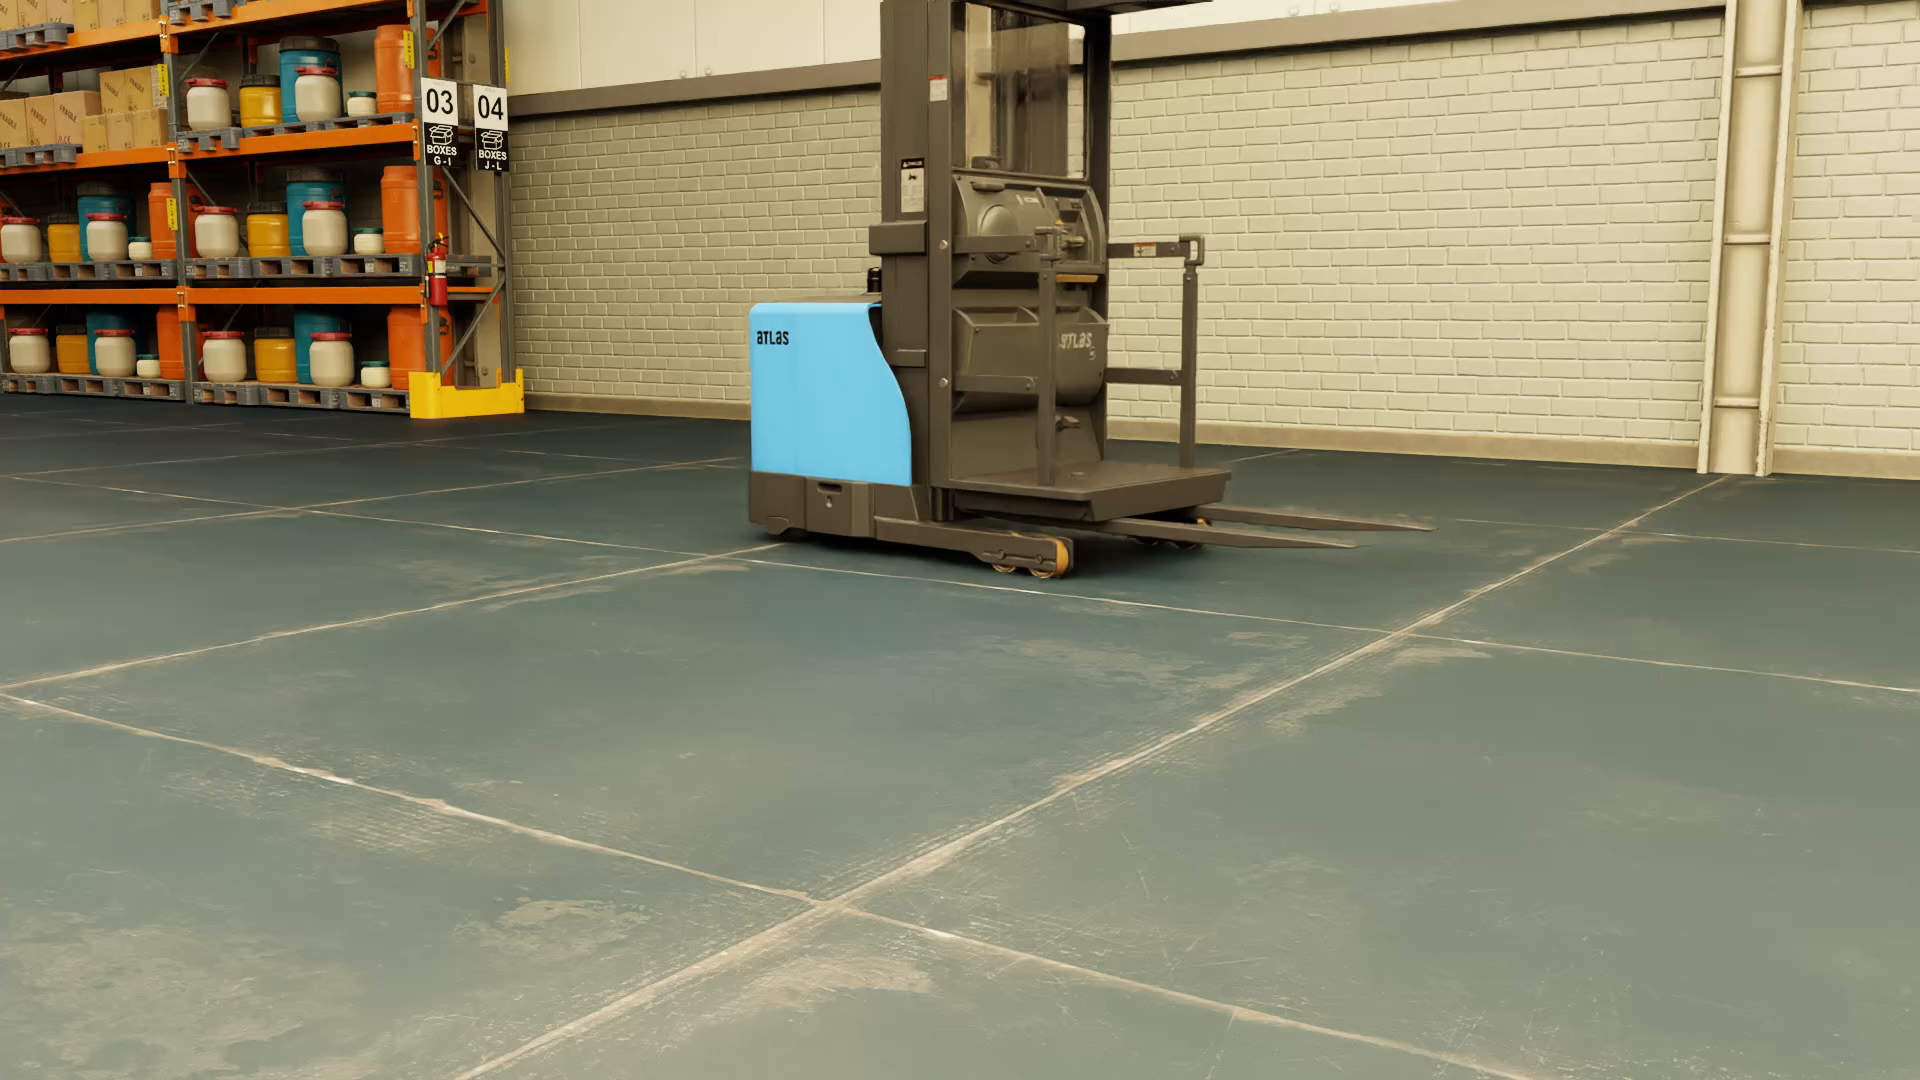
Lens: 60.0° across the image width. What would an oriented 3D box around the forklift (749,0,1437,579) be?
[{"bbox_3d":[0.465,-1.381,6.906,3.031,2.935,1.130,7,11,41],"label":"forklift"}]
